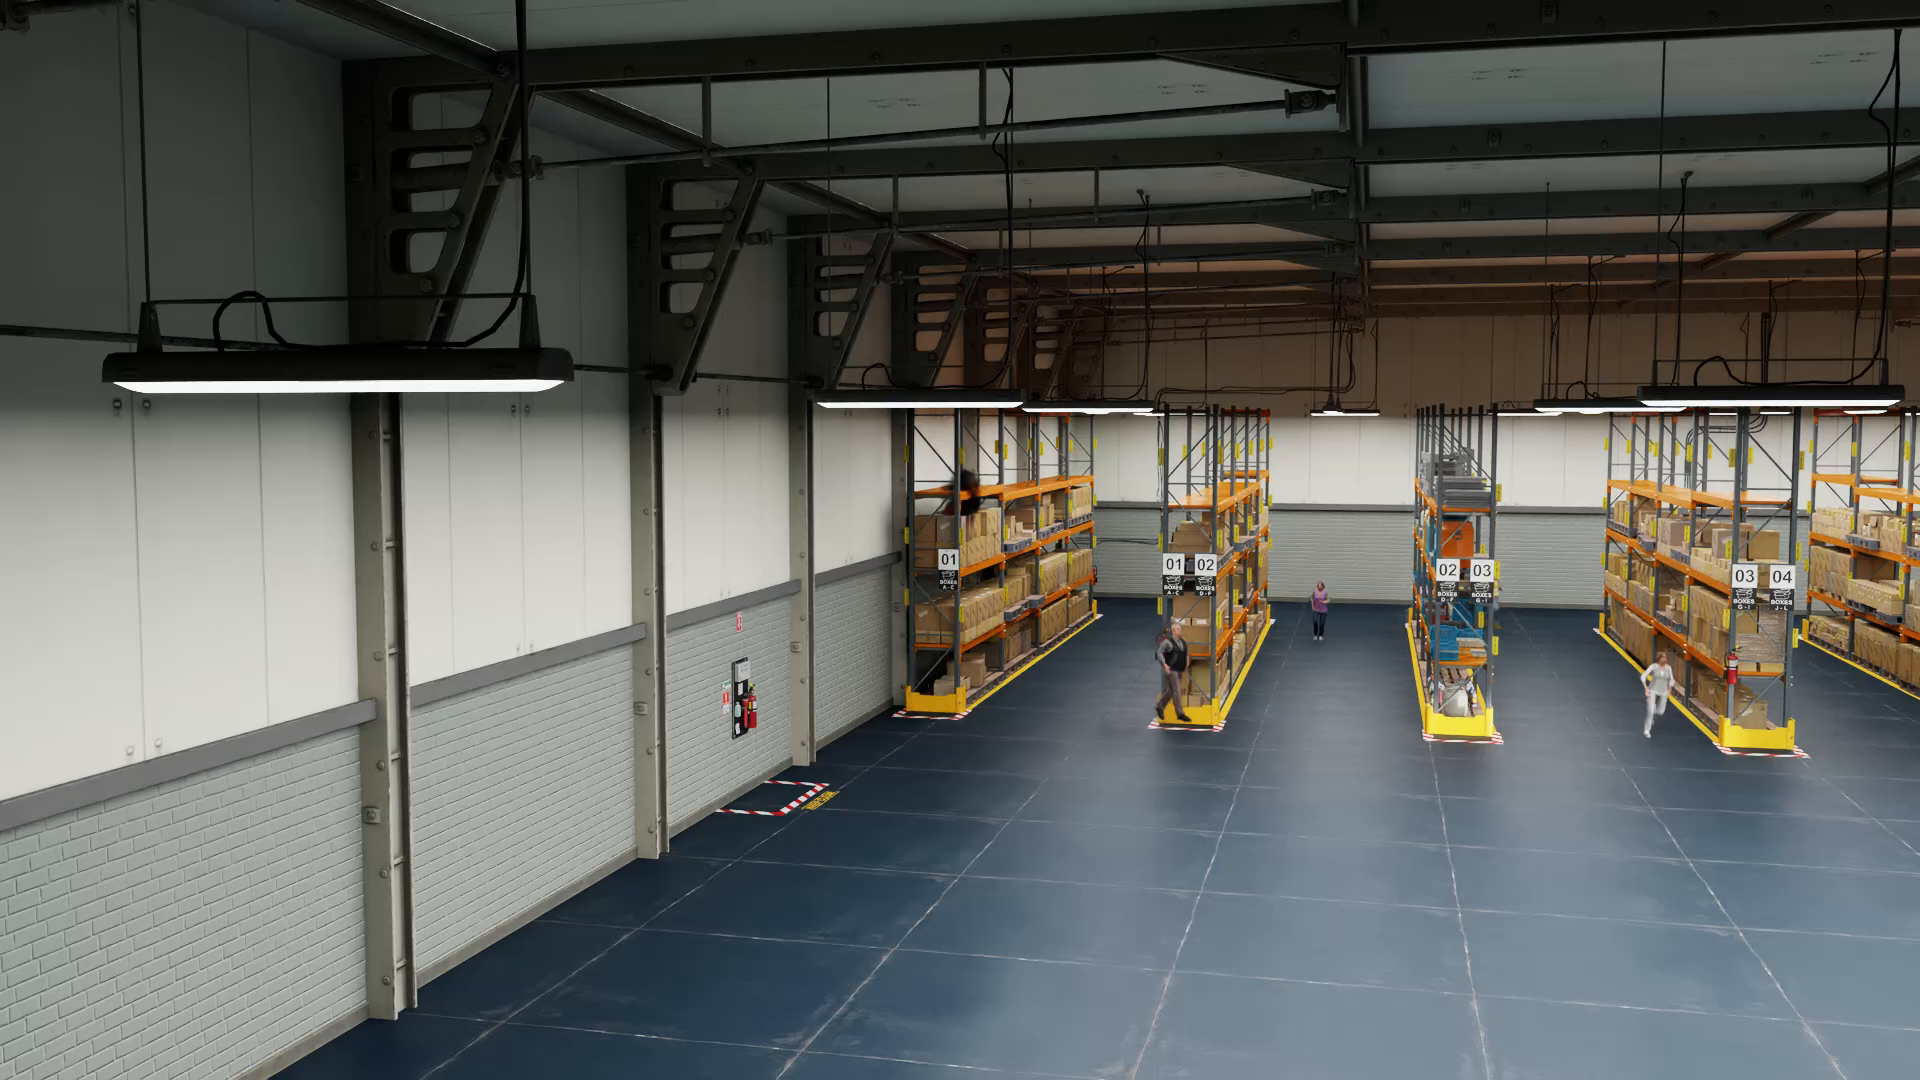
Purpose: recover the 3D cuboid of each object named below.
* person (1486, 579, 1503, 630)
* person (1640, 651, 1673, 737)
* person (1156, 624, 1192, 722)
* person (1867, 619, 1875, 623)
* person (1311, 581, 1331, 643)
[{"bbox_3d":[14.505,1.558,45.459,0.756,1.771,0.673,-2,5,-25],"label":"person"},{"bbox_3d":[12.603,2.788,30.073,0.586,1.537,0.507,1,4,7],"label":"person"},{"bbox_3d":[3.894,2.396,30.027,0.659,1.759,0.868,-4,6,-42],"label":"person"},{"bbox_3d":[23.952,1.707,43.702,0.916,1.740,0.678,-3,5,-35],"label":"person"},{"bbox_3d":[9.209,1.840,42.509,0.523,1.572,0.688,1,4,17],"label":"person"}]
